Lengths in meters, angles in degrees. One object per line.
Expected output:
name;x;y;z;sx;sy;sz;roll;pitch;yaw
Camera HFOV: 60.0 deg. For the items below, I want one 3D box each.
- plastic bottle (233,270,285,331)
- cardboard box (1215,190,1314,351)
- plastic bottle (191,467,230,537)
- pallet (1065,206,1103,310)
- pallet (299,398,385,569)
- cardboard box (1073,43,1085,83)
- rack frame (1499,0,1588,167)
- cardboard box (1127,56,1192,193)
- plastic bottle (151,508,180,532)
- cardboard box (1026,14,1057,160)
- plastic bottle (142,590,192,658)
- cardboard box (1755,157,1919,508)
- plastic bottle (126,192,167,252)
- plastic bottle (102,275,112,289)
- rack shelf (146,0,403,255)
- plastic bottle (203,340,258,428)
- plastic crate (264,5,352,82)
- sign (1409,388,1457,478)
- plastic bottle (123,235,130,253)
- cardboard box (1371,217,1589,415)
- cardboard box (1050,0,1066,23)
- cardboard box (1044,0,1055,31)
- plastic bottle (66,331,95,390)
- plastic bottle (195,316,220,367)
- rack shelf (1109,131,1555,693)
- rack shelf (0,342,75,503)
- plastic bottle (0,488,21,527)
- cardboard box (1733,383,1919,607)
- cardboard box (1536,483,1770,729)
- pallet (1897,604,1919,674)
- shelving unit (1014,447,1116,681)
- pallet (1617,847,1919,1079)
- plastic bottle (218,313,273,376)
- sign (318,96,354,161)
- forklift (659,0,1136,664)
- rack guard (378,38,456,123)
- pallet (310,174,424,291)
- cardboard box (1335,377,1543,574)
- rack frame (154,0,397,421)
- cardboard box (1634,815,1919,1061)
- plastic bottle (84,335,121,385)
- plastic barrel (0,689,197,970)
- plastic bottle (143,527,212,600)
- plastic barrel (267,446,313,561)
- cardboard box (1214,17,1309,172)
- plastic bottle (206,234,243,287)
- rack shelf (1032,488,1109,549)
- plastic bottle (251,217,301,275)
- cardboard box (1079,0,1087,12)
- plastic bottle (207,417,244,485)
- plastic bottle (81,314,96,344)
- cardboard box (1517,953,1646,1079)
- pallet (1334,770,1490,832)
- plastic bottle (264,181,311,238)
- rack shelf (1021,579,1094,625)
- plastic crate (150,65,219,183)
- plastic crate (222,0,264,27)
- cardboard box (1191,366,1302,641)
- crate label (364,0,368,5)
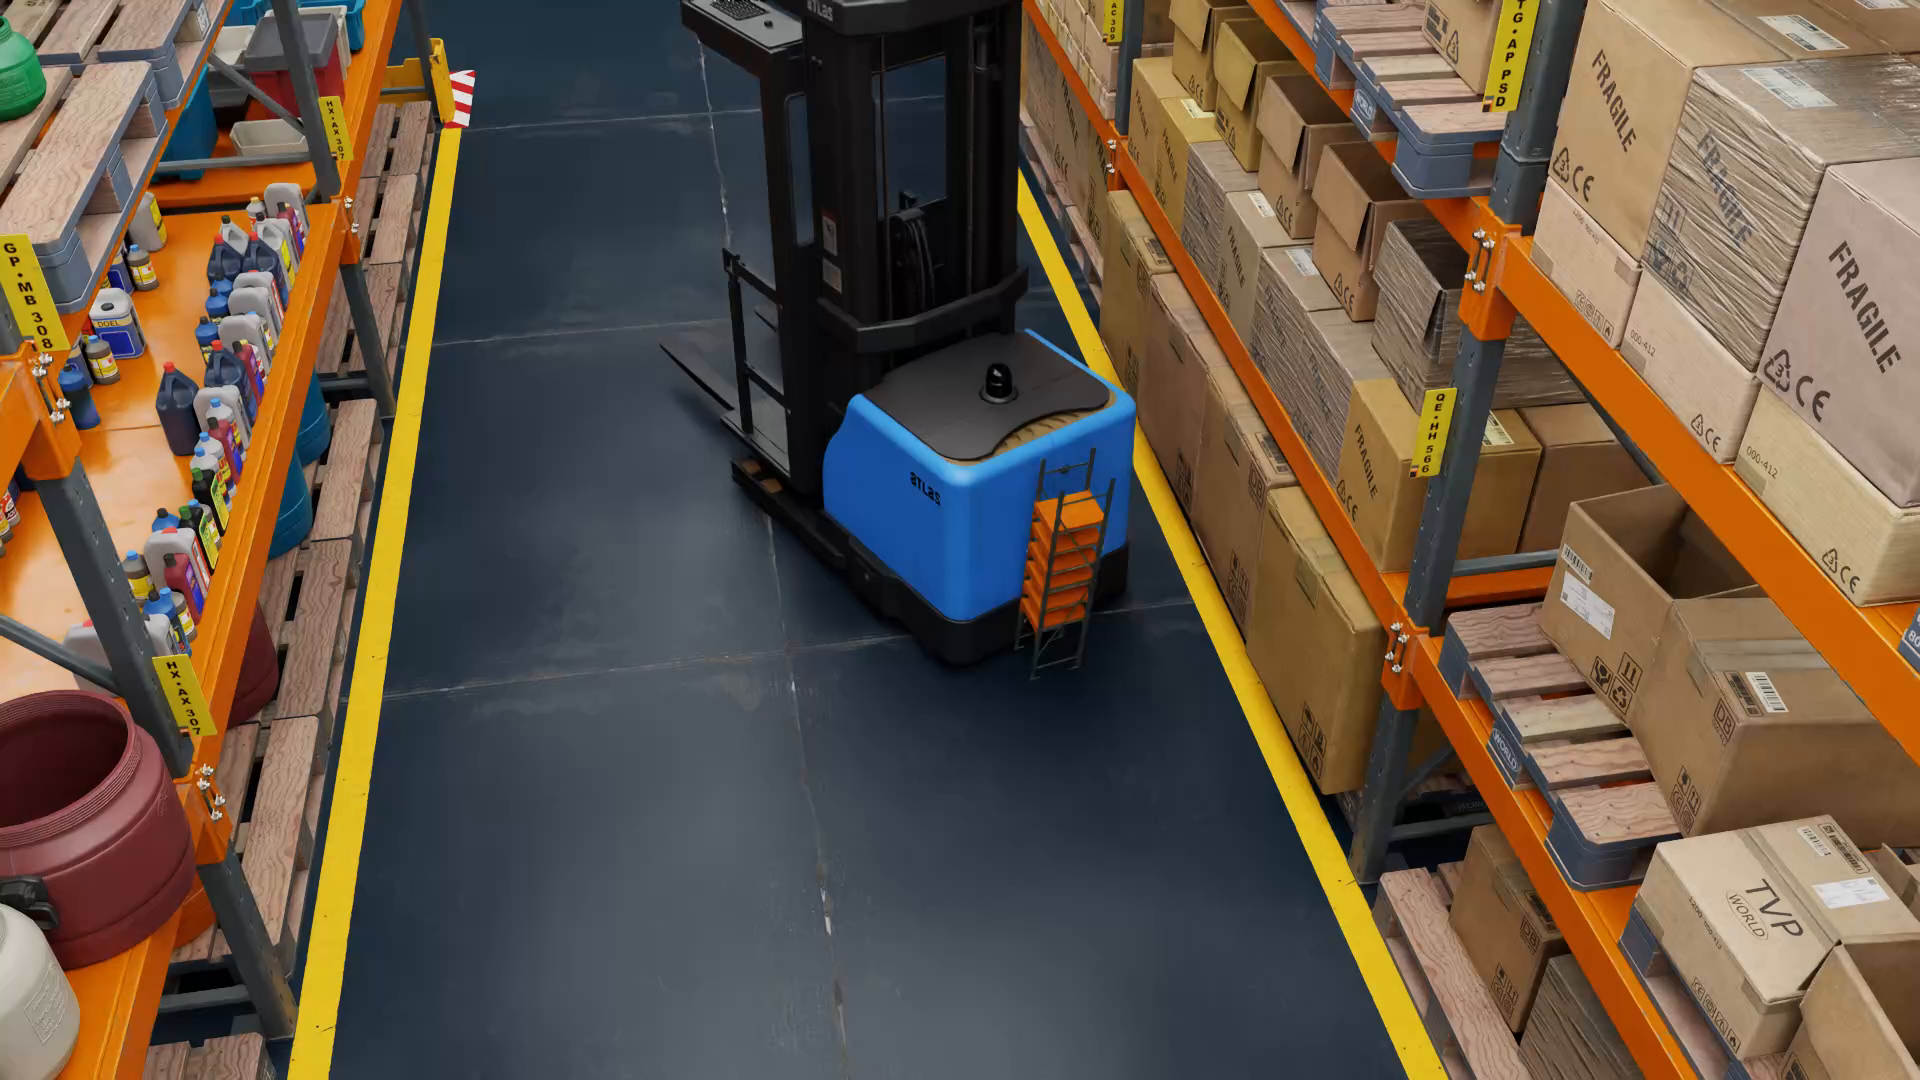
plastic bottle;-3.017;-1.042;7.147;0.152;0.276;0.135;-6;38;-8
cardboard box;1.426;-1.170;7.129;0.500;0.500;0.500;-6;38;-7
plastic bottle;-2.713;-0.158;6.004;0.061;0.283;0.133;-6;38;-8
pallet;1.263;-1.719;10.190;1.003;0.211;1.213;-6;38;-8
pallet;-3.462;-0.248;8.297;1.003;0.211;1.213;-6;38;-8
cardboard box;0.853;-2.712;9.401;0.380;0.149;0.250;-7;38;-9
rack frame;2.021;-2.305;3.782;1.000;3.000;0.127;-6;38;-8
cardboard box;1.154;-2.087;8.310;0.500;0.500;0.500;-6;38;-8
plastic bottle;-2.747;0.005;5.803;0.097;0.271;0.097;0;38;0
cardboard box;0.969;-3.167;11.172;0.875;0.875;0.875;-6;38;-8
plastic bottle;-2.606;0.278;5.452;0.097;0.271;0.097;0;38;0
cardboard box;2.030;-0.436;3.333;0.500;0.500;0.500;-7;38;-9
plastic bottle;-3.807;-1.528;7.712;0.144;0.351;0.185;-6;38;-8
plastic bottle;-3.793;-1.154;7.295;0.097;0.271;0.097;0;38;0
rack shelf;-3.907;-2.743;9.823;1.077;0.370;4.000;-6;38;-8
plastic bottle;-2.880;-0.615;6.536;0.144;0.351;0.185;-6;38;-8
plastic crate;-3.643;-2.738;9.278;0.437;0.282;0.530;-6;38;-8
sign;1.475;-0.332;5.188;0.100;0.325;0.005;-6;38;-8
plastic bottle;-3.889;-1.425;7.635;0.061;0.283;0.133;-6;38;-8
cardboard box;1.909;-0.815;5.855;0.797;0.503;0.637;-5;38;-6
cardboard box;0.801;-3.269;9.793;0.500;0.250;0.500;-5;38;-7
cardboard box;0.718;-3.178;10.001;0.380;0.149;0.250;-7;38;-9
plastic bottle;-3.648;-0.751;6.772;0.152;0.276;0.135;-6;38;-8
plastic bottle;-3.072;-0.794;6.832;0.097;0.271;0.097;0;38;0
rack shelf;1.670;-0.860;7.398;1.077;0.370;4.000;-6;38;-8
rack shelf;-2.505;0.904;2.683;1.077;0.370;4.000;-6;38;-8
plastic bottle;-3.509;-0.146;6.055;0.097;0.201;0.097;0;38;0
cardboard box;2.042;-0.131;3.550;0.500;0.250;0.500;-5;38;-7
cardboard box;2.155;0.180;5.049;0.500;0.500;0.500;-11;39;-14
pallet;2.534;0.359;2.951;1.213;0.211;1.003;-6;38;-8
shelving unit;0.426;0.125;6.999;0.258;1.200;0.189;-14;50;-17
pallet;2.408;1.331;4.148;1.003;0.211;1.213;-6;38;-8
plastic bottle;-2.953;-0.821;6.862;0.152;0.276;0.135;-6;38;-8
sign;-3.015;-1.987;8.037;0.100;0.325;0.005;-6;38;-8
forklift;-0.499;-1.465;7.646;1.130;2.935;3.031;-24;44;-28
rack guard;-4.275;-3.261;11.941;1.175;0.500;0.348;-6;38;-8
pallet;-3.941;-1.897;10.419;1.003;0.211;1.213;-6;38;-8
cardboard box;1.690;-0.247;5.942;0.500;0.500;0.500;-5;38;-7
rack frame;-3.557;-1.819;8.047;1.000;3.000;0.127;-6;38;-8
cardboard box;2.088;0.994;4.205;0.500;0.250;0.500;-7;38;-9
plastic bottle;-3.528;-0.746;6.827;0.097;0.201;0.097;0;38;0
plastic barrel;-2.476;0.791;4.577;0.600;0.536;0.708;-6;38;-8
plastic bottle;-2.694;0.070;5.716;0.152;0.276;0.135;-6;38;-8
plastic barrel;-3.354;-0.399;7.586;0.600;0.901;0.708;-6;38;-8
cardboard box;1.549;-1.987;7.364;0.797;0.503;0.637;-6;38;-7
plastic bottle;-3.183;-1.153;7.229;0.144;0.351;0.185;-6;38;-8
rack shelf;0.447;-0.088;6.767;0.258;0.103;0.180;-14;50;-17
plastic bottle;-3.105;-1.347;7.539;0.152;0.276;0.135;-6;38;-8
cardboard box;0.892;-3.259;9.168;0.500;0.500;0.500;-6;38;-7
plastic bottle;-2.771;-0.356;6.259;0.061;0.283;0.133;-6;38;-8
plastic bottle;-3.688;-0.891;6.953;0.152;0.276;0.135;-6;38;-8
cardboard box;2.268;1.613;5.307;0.700;0.500;0.500;-9;39;-12
pallet;1.957;0.681;7.102;1.003;0.211;1.213;-6;38;-8
plastic bottle;-3.169;-1.567;7.823;0.152;0.276;0.135;-6;38;-8
rack shelf;0.416;0.236;7.120;0.258;0.103;0.180;-14;50;-17
plastic crate;-3.974;-2.082;8.349;0.392;0.384;0.575;-6;38;-8
plastic crate;-4.255;-3.032;9.695;0.416;0.233;0.300;-6;38;-8
cardboard box;1.772;-0.221;7.379;1.225;0.875;0.875;-6;38;-8
crate label;-3.827;-3.340;10.170;0.396;0.136;0.243;-6;38;-8
